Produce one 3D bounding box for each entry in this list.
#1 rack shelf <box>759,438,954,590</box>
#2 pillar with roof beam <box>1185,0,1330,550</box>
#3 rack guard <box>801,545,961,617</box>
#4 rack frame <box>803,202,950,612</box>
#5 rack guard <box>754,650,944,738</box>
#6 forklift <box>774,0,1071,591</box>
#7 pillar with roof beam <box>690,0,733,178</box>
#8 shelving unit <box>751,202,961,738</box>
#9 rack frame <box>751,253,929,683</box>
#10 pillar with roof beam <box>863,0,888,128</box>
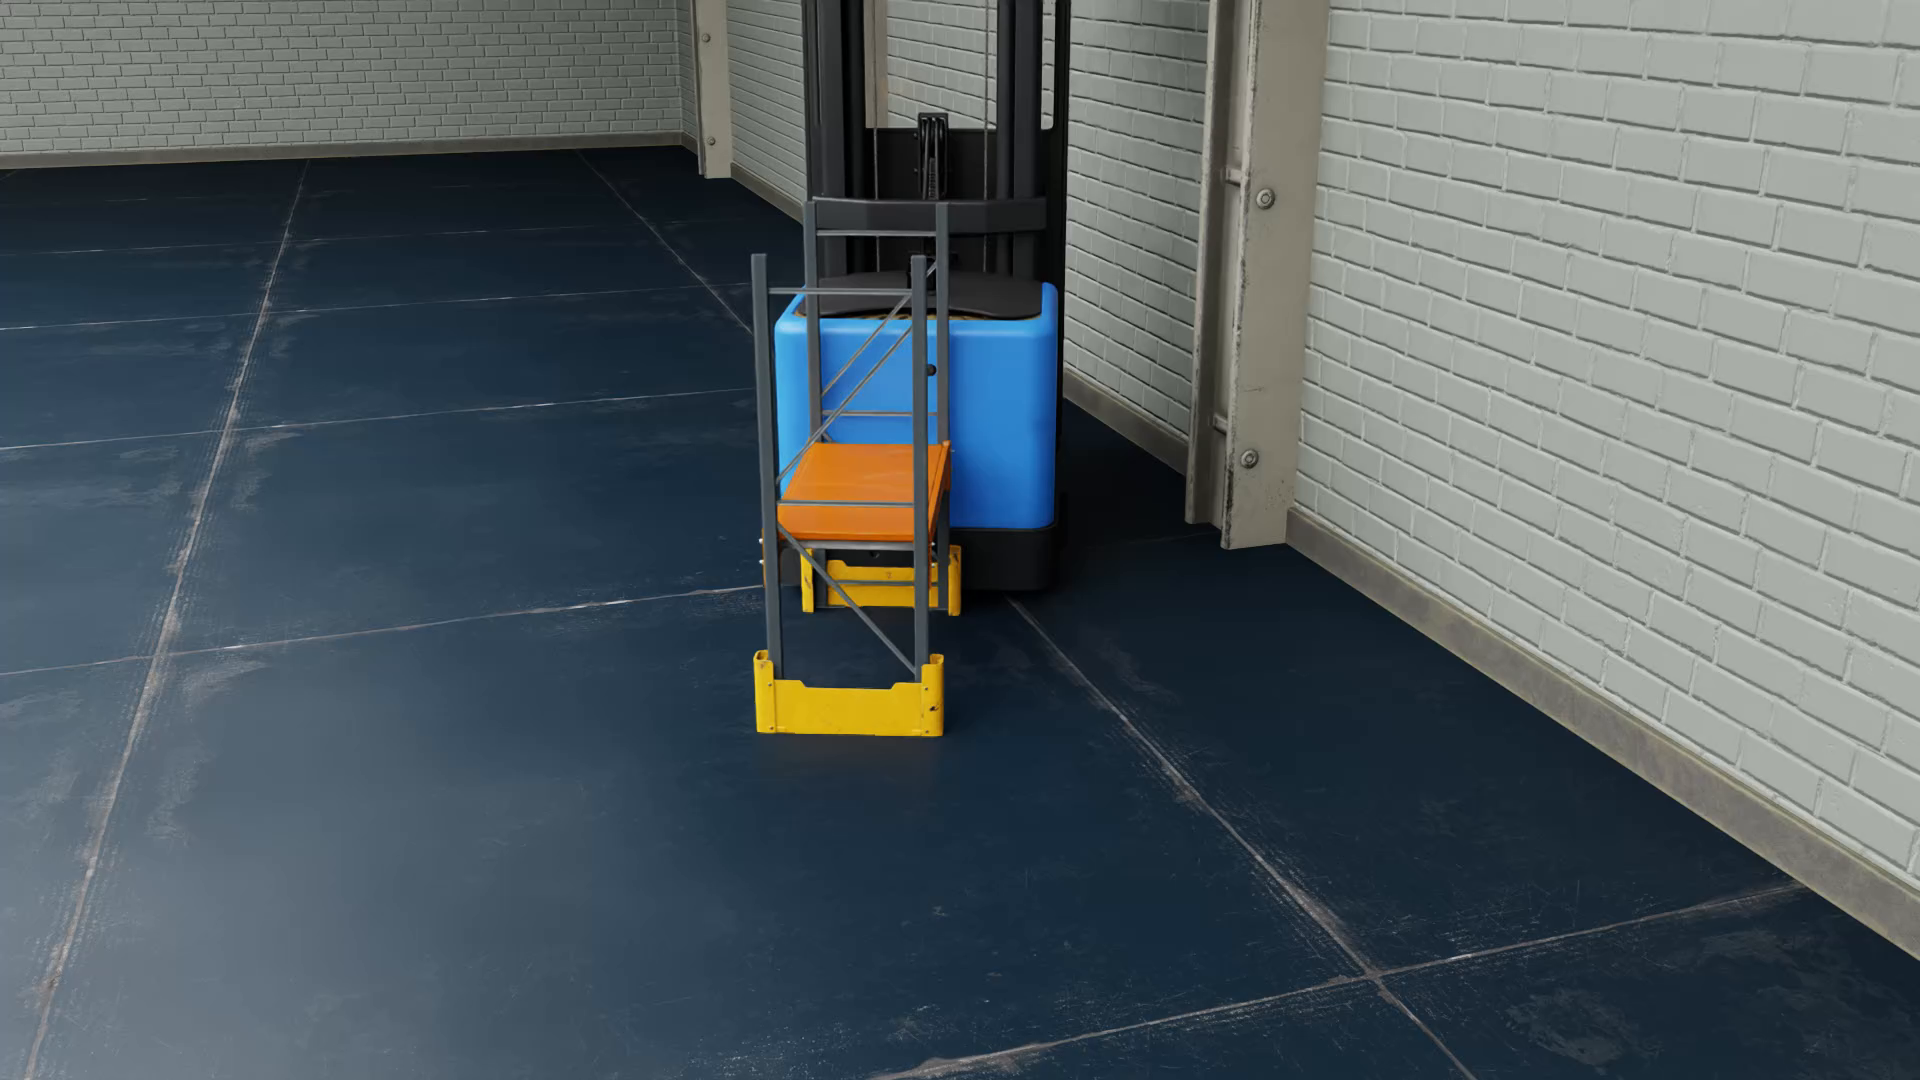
[{"bbox_3d":[-0.317,-0.108,5.531,0.538,0.185,1.000,1,20,3],"label":"rack shelf"},{"bbox_3d":[-2.914,-3.818,4.234,9.100,9.000,0.400,-6,21,-17],"label":"pillar with roof beam"},{"bbox_3d":[-0.290,0.146,6.141,0.587,0.250,0.087,1,20,3],"label":"rack guard"},{"bbox_3d":[-0.289,-0.449,5.948,0.500,1.500,0.032,1,20,3],"label":"rack frame"},{"bbox_3d":[-0.345,0.482,5.205,0.587,0.250,0.087,1,20,3],"label":"rack guard"},{"bbox_3d":[-0.081,-1.642,7.152,1.130,2.935,3.031,1,20,3],"label":"forklift"},{"bbox_3d":[-6.686,-7.669,14.955,9.100,9.000,0.400,-6,21,-17],"label":"pillar with roof beam"},{"bbox_3d":[-0.318,-0.274,5.462,0.587,1.500,1.083,1,20,3],"label":"shelving unit"},{"bbox_3d":[-0.345,-0.106,4.993,0.500,1.500,0.032,1,20,3],"label":"rack frame"},{"bbox_3d":[-4.800,-5.743,9.594,9.100,9.000,0.400,-6,21,-17],"label":"pillar with roof beam"}]
